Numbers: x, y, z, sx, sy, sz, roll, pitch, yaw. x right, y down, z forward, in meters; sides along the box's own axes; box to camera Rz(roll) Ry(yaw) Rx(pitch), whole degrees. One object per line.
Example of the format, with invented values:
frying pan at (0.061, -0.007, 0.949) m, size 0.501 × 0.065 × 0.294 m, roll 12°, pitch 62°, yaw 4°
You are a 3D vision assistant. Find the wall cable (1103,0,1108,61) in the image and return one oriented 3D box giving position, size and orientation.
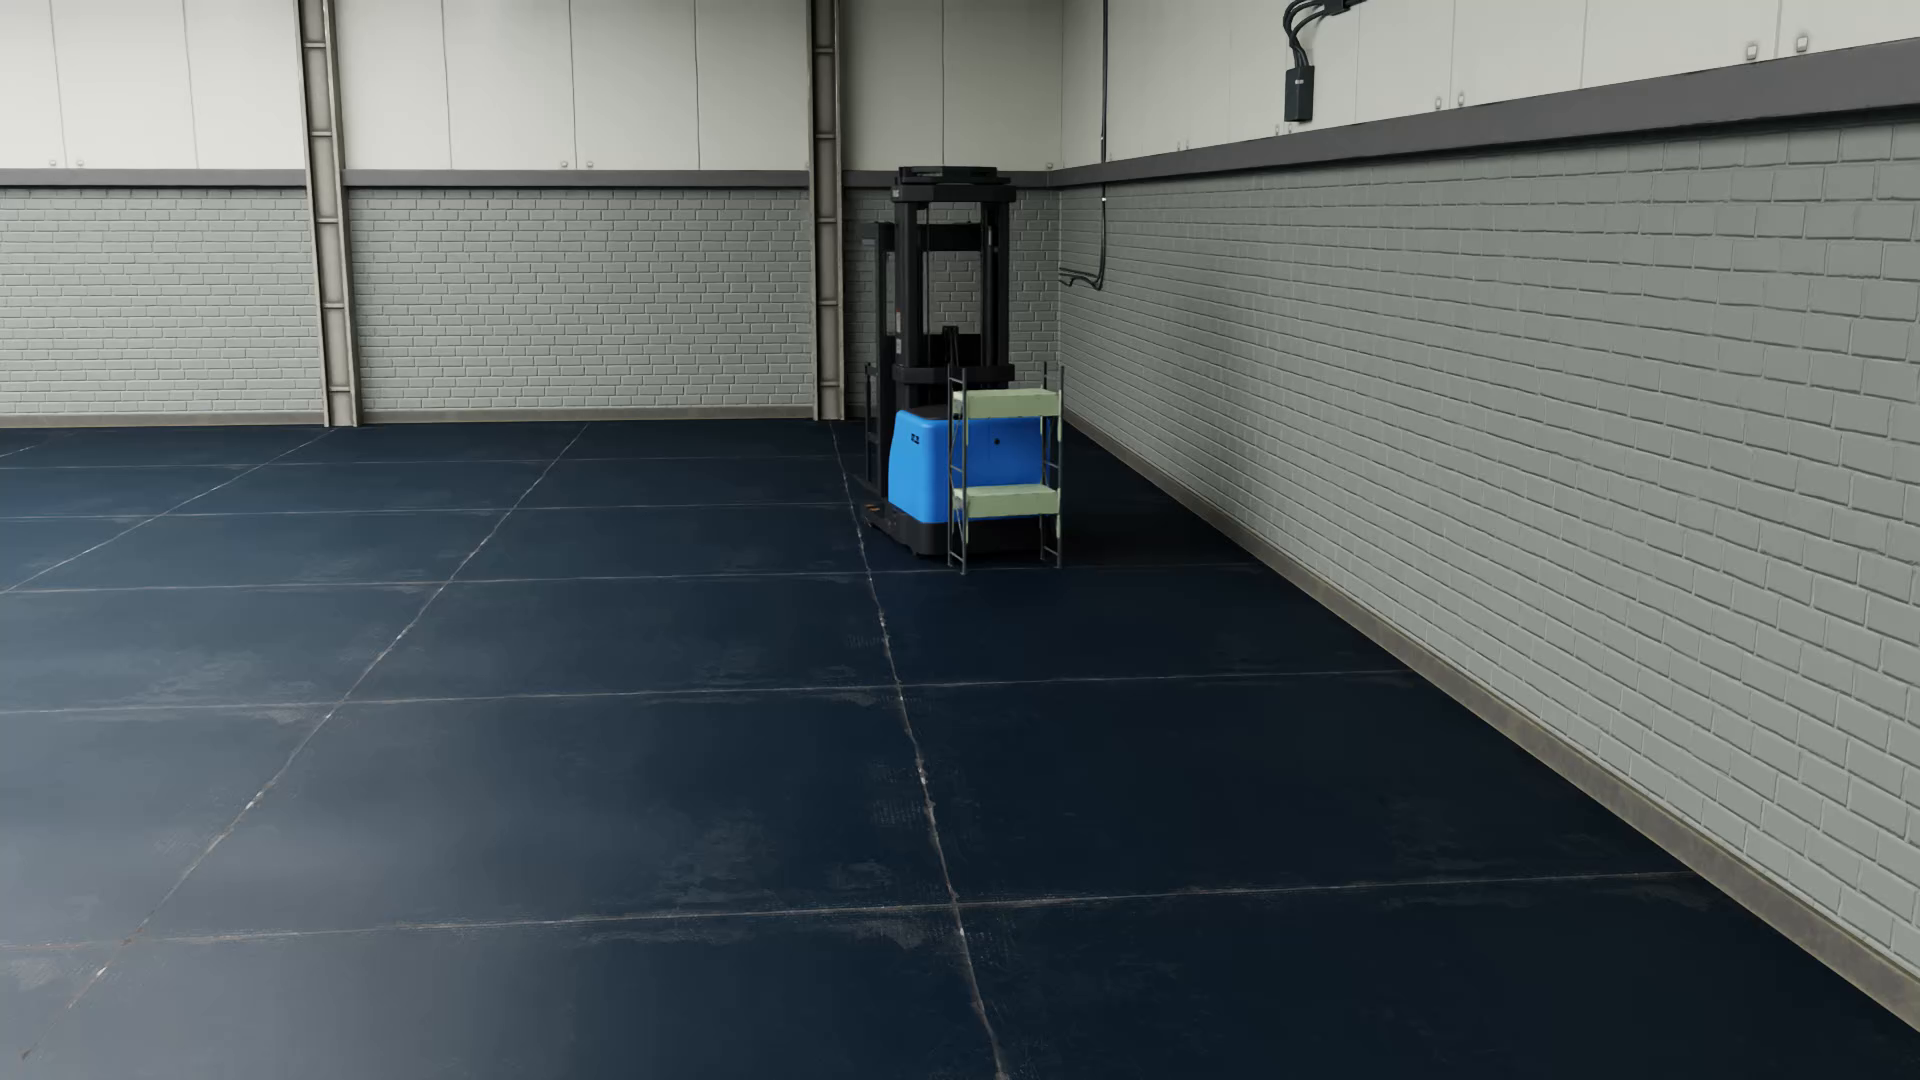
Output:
wall cable at (1.688, -6.211, 16.591) m, size 0.112 × 2.526 × 3.097 m, roll -1°, pitch 11°, yaw -6°

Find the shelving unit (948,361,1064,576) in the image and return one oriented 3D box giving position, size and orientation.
shelving unit at (0.330, -0.532, 12.188) m, size 0.755 × 1.500 × 0.431 m, roll -3°, pitch 12°, yaw -16°

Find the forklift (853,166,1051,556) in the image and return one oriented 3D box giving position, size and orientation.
forklift at (-0.215, -1.558, 13.693) m, size 1.130 × 2.935 × 3.031 m, roll -3°, pitch 12°, yaw -16°

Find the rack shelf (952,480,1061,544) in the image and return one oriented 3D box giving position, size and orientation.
rack shelf at (0.330, -0.213, 12.251) m, size 0.720 × 0.370 × 0.431 m, roll -3°, pitch 12°, yaw -16°

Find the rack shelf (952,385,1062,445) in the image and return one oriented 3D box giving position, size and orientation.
rack shelf at (0.330, -0.915, 12.113) m, size 0.720 × 0.370 × 0.431 m, roll -3°, pitch 12°, yaw -16°

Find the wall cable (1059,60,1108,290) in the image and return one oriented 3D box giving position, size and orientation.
wall cable at (1.396, -4.252, 19.717) m, size 0.112 × 2.526 × 3.097 m, roll -1°, pitch 11°, yaw -6°

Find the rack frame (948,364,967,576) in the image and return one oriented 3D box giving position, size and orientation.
rack frame at (-0.020, -0.512, 12.084) m, size 0.023 × 1.500 × 0.400 m, roll -3°, pitch 12°, yaw -16°

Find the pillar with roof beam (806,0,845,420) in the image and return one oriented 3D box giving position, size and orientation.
pillar with roof beam at (-1.211, -5.142, 16.196) m, size 0.400 × 9.000 × 9.100 m, roll -1°, pitch 11°, yaw -6°

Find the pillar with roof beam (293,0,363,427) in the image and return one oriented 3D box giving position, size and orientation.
pillar with roof beam at (-7.175, -5.017, 15.560) m, size 0.400 × 9.000 × 9.100 m, roll -1°, pitch 11°, yaw -6°

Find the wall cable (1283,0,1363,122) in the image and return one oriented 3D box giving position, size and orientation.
wall cable at (2.406, -5.623, 9.827) m, size 0.169 × 6.003 × 2.305 m, roll -1°, pitch 11°, yaw -6°

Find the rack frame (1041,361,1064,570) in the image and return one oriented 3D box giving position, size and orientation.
rack frame at (0.681, -0.553, 12.292) m, size 0.023 × 1.500 × 0.400 m, roll -3°, pitch 12°, yaw -16°
